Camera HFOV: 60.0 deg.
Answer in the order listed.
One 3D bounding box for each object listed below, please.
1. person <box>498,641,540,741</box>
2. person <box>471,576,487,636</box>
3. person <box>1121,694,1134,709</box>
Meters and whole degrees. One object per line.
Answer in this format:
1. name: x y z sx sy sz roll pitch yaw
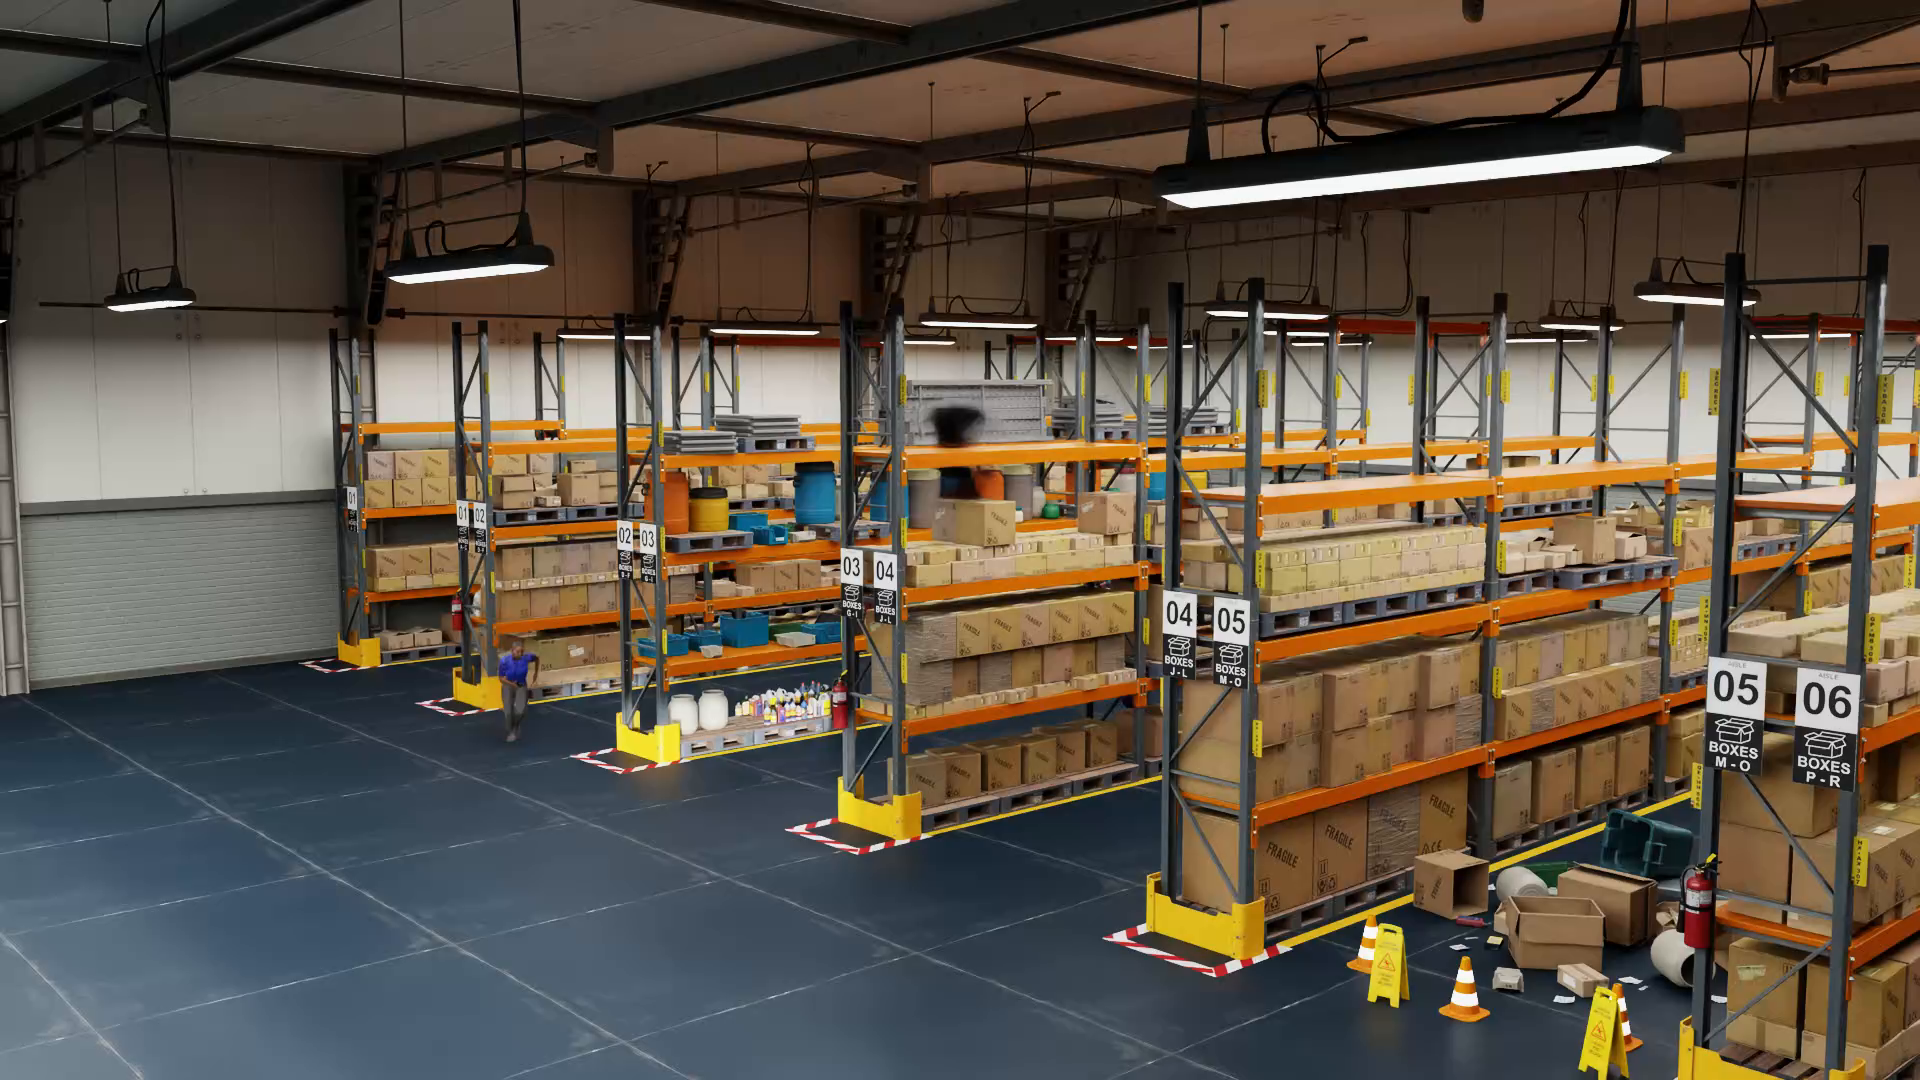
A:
1. person: -6.188 2.123 23.369 0.595 1.486 0.827 -2 6 -23
2. person: -8.334 1.428 29.461 0.585 1.648 0.886 0 6 2
3. person: 2.463 2.070 24.534 0.606 1.388 0.940 3 6 27
